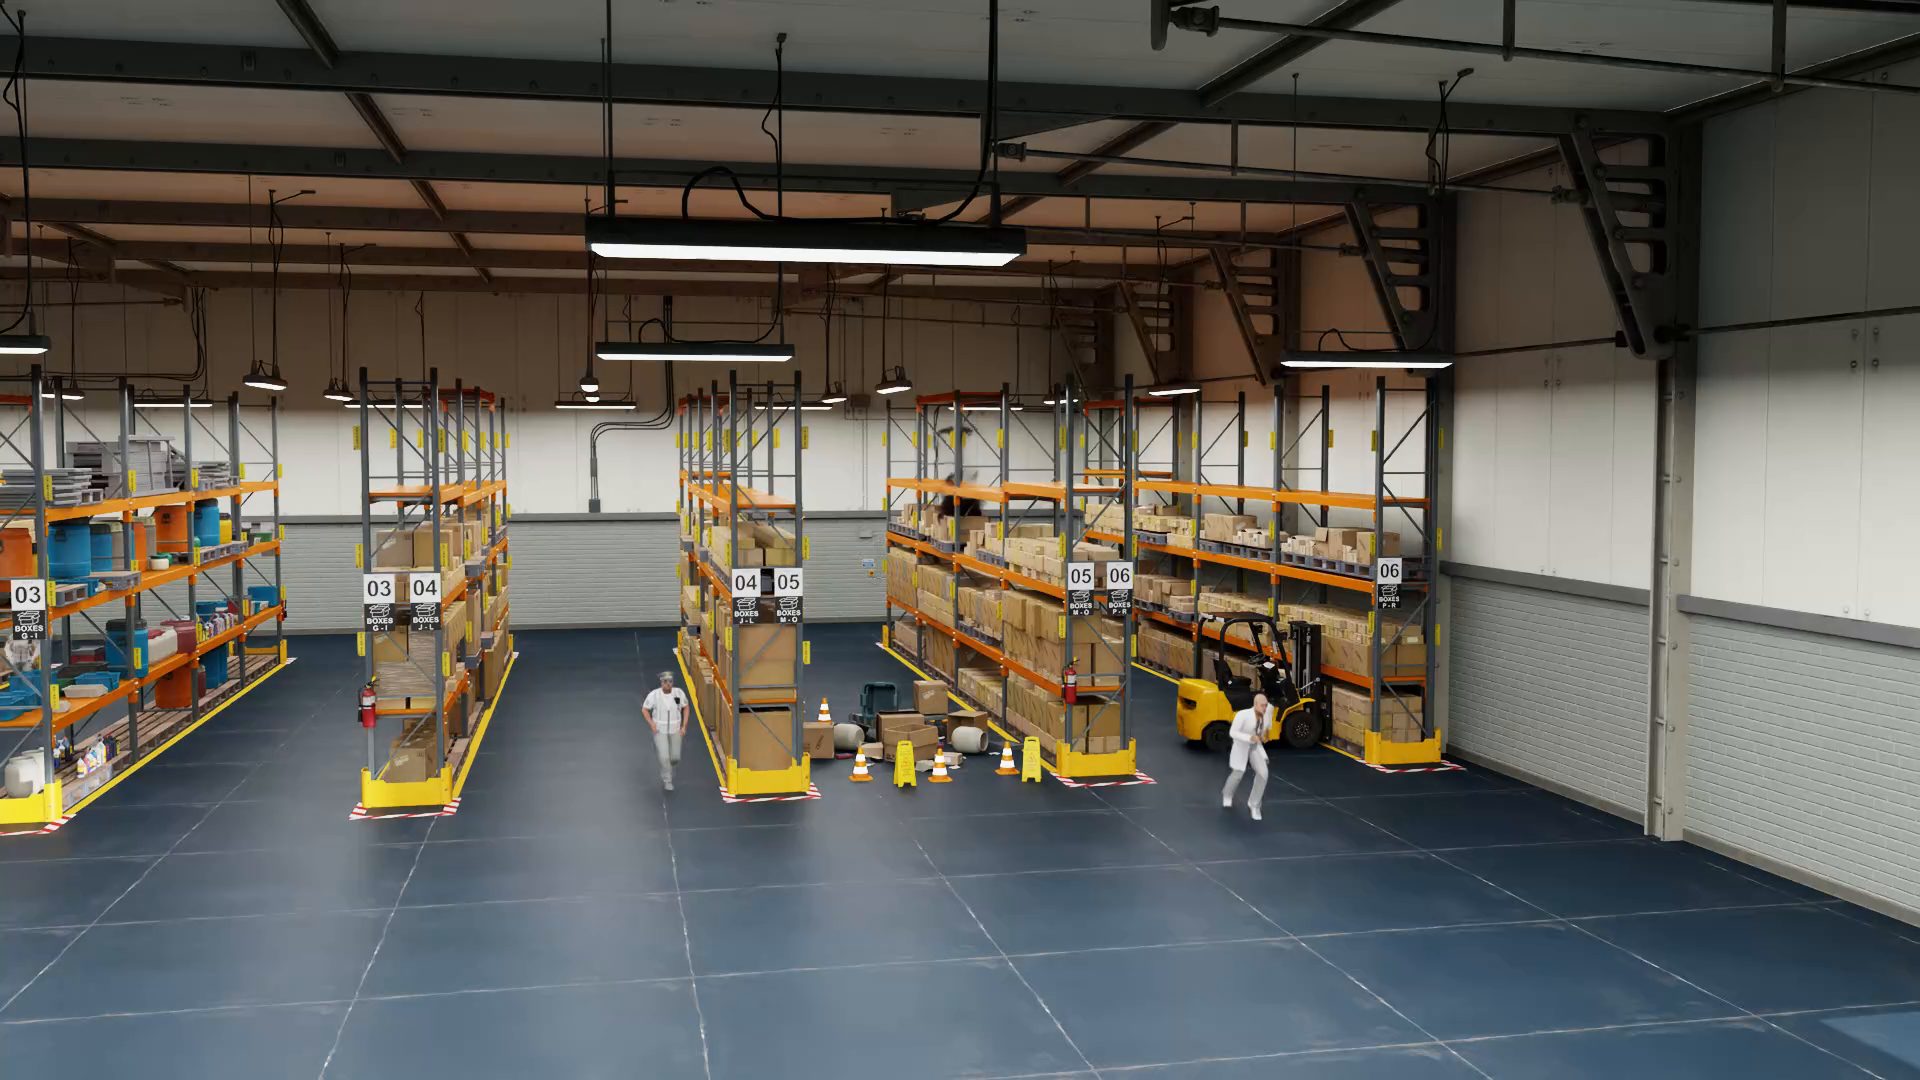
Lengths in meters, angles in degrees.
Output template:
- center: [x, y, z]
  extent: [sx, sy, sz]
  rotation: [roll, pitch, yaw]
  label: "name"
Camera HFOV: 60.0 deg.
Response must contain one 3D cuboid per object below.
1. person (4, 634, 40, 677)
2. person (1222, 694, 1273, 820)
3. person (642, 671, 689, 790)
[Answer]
- center: [-17.734, 2.330, 31.516]
  extent: [0.624, 1.675, 0.879]
  rotation: [-1, 4, -17]
  label: "person"
- center: [3.839, 2.871, 22.241]
  extent: [0.753, 1.733, 1.073]
  rotation: [-1, 4, -21]
  label: "person"
- center: [-4.256, 2.735, 24.044]
  extent: [0.682, 1.737, 0.644]
  rotation: [-1, 4, -18]
  label: "person"
